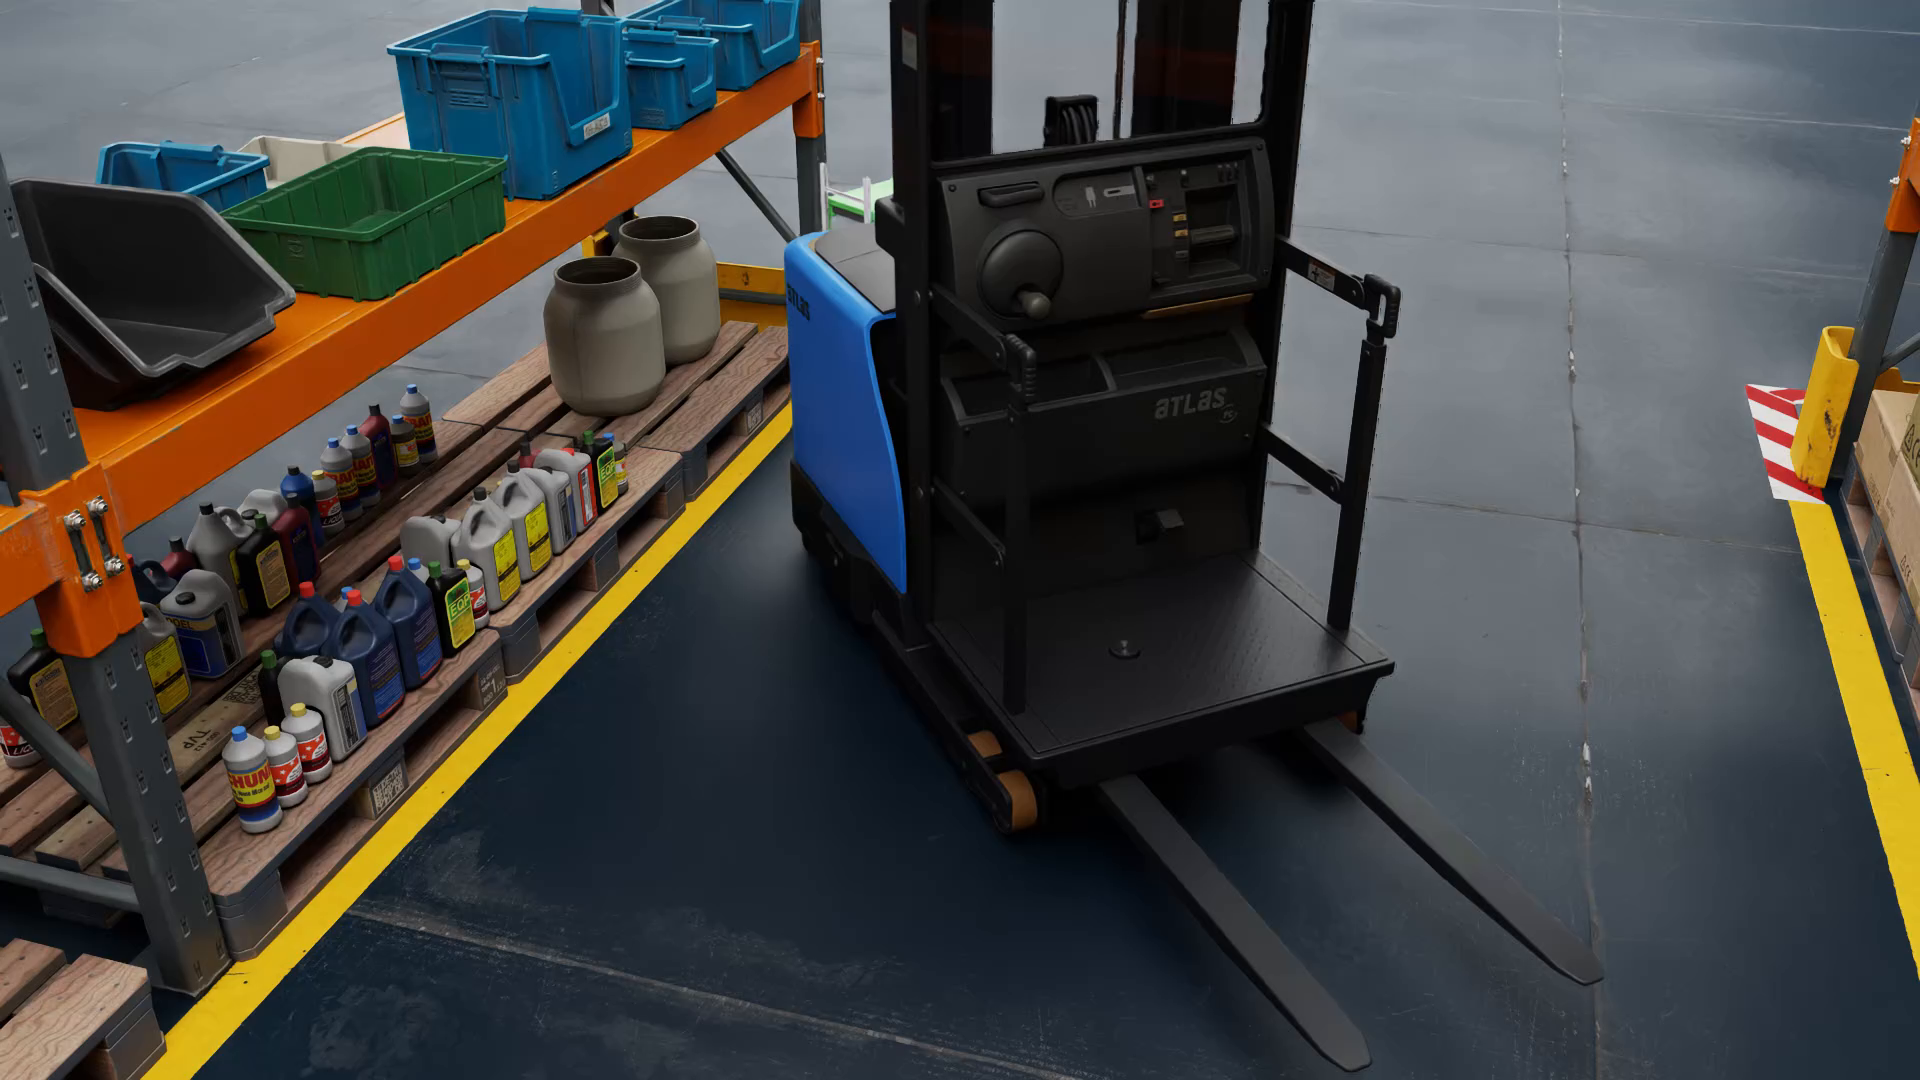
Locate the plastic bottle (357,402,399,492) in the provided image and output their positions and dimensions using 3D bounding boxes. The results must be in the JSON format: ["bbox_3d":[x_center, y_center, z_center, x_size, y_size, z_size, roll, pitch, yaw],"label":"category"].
[{"bbox_3d":[-1.960,-0.311,5.565,0.061,0.283,0.133,9,30,16],"label":"plastic bottle"}]

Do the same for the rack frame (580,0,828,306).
[{"bbox_3d":[-1.046,-2.206,6.630,1.000,3.000,0.127,8,30,15],"label":"rack frame"}]

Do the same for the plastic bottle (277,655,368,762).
[{"bbox_3d":[-1.638,0.411,4.275,0.152,0.276,0.135,10,30,17],"label":"plastic bottle"}]

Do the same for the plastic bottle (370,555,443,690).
[{"bbox_3d":[-1.531,0.214,4.551,0.144,0.351,0.185,7,30,13],"label":"plastic bottle"}]

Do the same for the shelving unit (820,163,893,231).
[{"bbox_3d":[-0.204,-0.770,5.900,0.503,1.200,0.258,-25,38,-38],"label":"shelving unit"}]

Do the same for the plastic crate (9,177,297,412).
[{"bbox_3d":[-1.944,-0.545,3.709,0.767,0.338,0.504,8,30,15],"label":"plastic crate"}]

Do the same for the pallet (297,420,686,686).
[{"bbox_3d":[-1.627,-0.004,5.540,1.003,0.211,1.213,8,30,15],"label":"pallet"}]

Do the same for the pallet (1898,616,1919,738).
[{"bbox_3d":[3.144,0.647,4.369,1.003,0.211,1.213,8,30,15],"label":"pallet"}]

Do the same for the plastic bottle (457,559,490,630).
[{"bbox_3d":[-1.425,0.151,4.818,0.097,0.201,0.097,0,29,0],"label":"plastic bottle"}]

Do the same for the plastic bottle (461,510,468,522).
[{"bbox_3d":[-1.480,-0.001,5.093,0.097,0.201,0.097,0,29,0],"label":"plastic bottle"}]

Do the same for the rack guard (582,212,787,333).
[{"bbox_3d":[-1.023,-1.072,7.163,1.175,0.500,0.348,8,30,15],"label":"rack guard"}]

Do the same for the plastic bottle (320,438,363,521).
[{"bbox_3d":[-2.006,-0.202,5.382,0.097,0.271,0.097,0,29,0],"label":"plastic bottle"}]

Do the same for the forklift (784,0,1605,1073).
[{"bbox_3d":[0.481,-0.750,4.083,1.130,2.935,3.031,-12,31,-21],"label":"forklift"}]

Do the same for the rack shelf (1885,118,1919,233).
[{"bbox_3d":[3.101,-0.254,3.861,1.077,0.370,4.000,8,30,15],"label":"rack shelf"}]

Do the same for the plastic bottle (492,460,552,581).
[{"bbox_3d":[-1.351,-0.070,5.062,0.144,0.351,0.185,10,31,17],"label":"plastic bottle"}]

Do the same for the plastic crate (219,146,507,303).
[{"bbox_3d":[-1.551,-0.845,4.402,0.450,0.188,0.662,8,30,15],"label":"plastic crate"}]

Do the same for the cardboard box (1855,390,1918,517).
[{"bbox_3d":[3.318,-0.262,5.532,0.500,0.250,0.500,8,30,15],"label":"cardboard box"}]

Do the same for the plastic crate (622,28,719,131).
[{"bbox_3d":[-1.103,-1.565,5.631,0.499,0.251,0.408,8,30,15],"label":"plastic crate"}]

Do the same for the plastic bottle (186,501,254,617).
[{"bbox_3d":[-2.155,0.038,4.868,0.144,0.351,0.185,8,30,15],"label":"plastic bottle"}]

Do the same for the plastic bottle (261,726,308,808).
[{"bbox_3d":[-1.677,0.550,4.101,0.097,0.201,0.097,0,29,0],"label":"plastic bottle"}]

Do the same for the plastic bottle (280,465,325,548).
[{"bbox_3d":[-2.065,-0.108,5.213,0.097,0.271,0.097,0,29,0],"label":"plastic bottle"}]

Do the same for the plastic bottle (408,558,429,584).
[{"bbox_3d":[-1.523,0.175,4.703,0.097,0.271,0.097,0,29,0],"label":"plastic bottle"}]

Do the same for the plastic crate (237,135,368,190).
[{"bbox_3d":[-1.985,-1.023,4.774,0.530,0.136,0.437,8,30,15],"label":"plastic crate"}]

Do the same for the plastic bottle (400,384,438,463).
[{"bbox_3d":[-1.876,-0.408,5.752,0.097,0.271,0.097,0,29,0],"label":"plastic bottle"}]

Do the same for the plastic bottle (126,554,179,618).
[{"bbox_3d":[-2.250,0.188,4.598,0.144,0.351,0.185,7,30,12],"label":"plastic bottle"}]

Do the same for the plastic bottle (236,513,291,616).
[{"bbox_3d":[-2.050,0.070,4.880,0.061,0.283,0.133,8,30,15],"label":"plastic bottle"}]

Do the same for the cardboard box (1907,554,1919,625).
[{"bbox_3d":[3.028,0.203,4.696,0.500,0.250,0.500,8,30,15],"label":"cardboard box"}]

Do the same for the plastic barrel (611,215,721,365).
[{"bbox_3d":[-1.166,-0.986,6.564,0.421,0.512,0.421,0,29,0],"label":"plastic barrel"}]

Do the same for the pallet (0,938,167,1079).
[{"bbox_3d":[-2.413,1.242,3.301,1.003,0.211,1.213,8,30,15],"label":"pallet"}]

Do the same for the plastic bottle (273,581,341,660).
[{"bbox_3d":[-1.724,0.281,4.431,0.144,0.351,0.185,8,30,15],"label":"plastic bottle"}]

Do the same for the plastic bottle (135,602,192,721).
[{"bbox_3d":[-2.168,0.298,4.401,0.144,0.351,0.185,8,30,15],"label":"plastic bottle"}]

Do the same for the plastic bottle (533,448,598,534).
[{"bbox_3d":[-1.266,-0.179,5.335,0.152,0.276,0.135,9,30,15],"label":"plastic bottle"}]

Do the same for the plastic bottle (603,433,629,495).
[{"bbox_3d":[-1.166,-0.260,5.557,0.097,0.201,0.097,0,29,0],"label":"plastic bottle"}]

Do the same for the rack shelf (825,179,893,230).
[{"bbox_3d":[-0.204,-1.134,5.698,0.480,0.148,0.258,-25,38,-38],"label":"rack shelf"}]

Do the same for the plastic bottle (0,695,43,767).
[{"bbox_3d":[-2.411,0.470,4.245,0.097,0.201,0.097,0,29,0],"label":"plastic bottle"}]

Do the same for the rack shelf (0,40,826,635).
[{"bbox_3d":[-1.633,-0.962,5.135,1.077,0.370,4.000,8,30,15],"label":"rack shelf"}]
